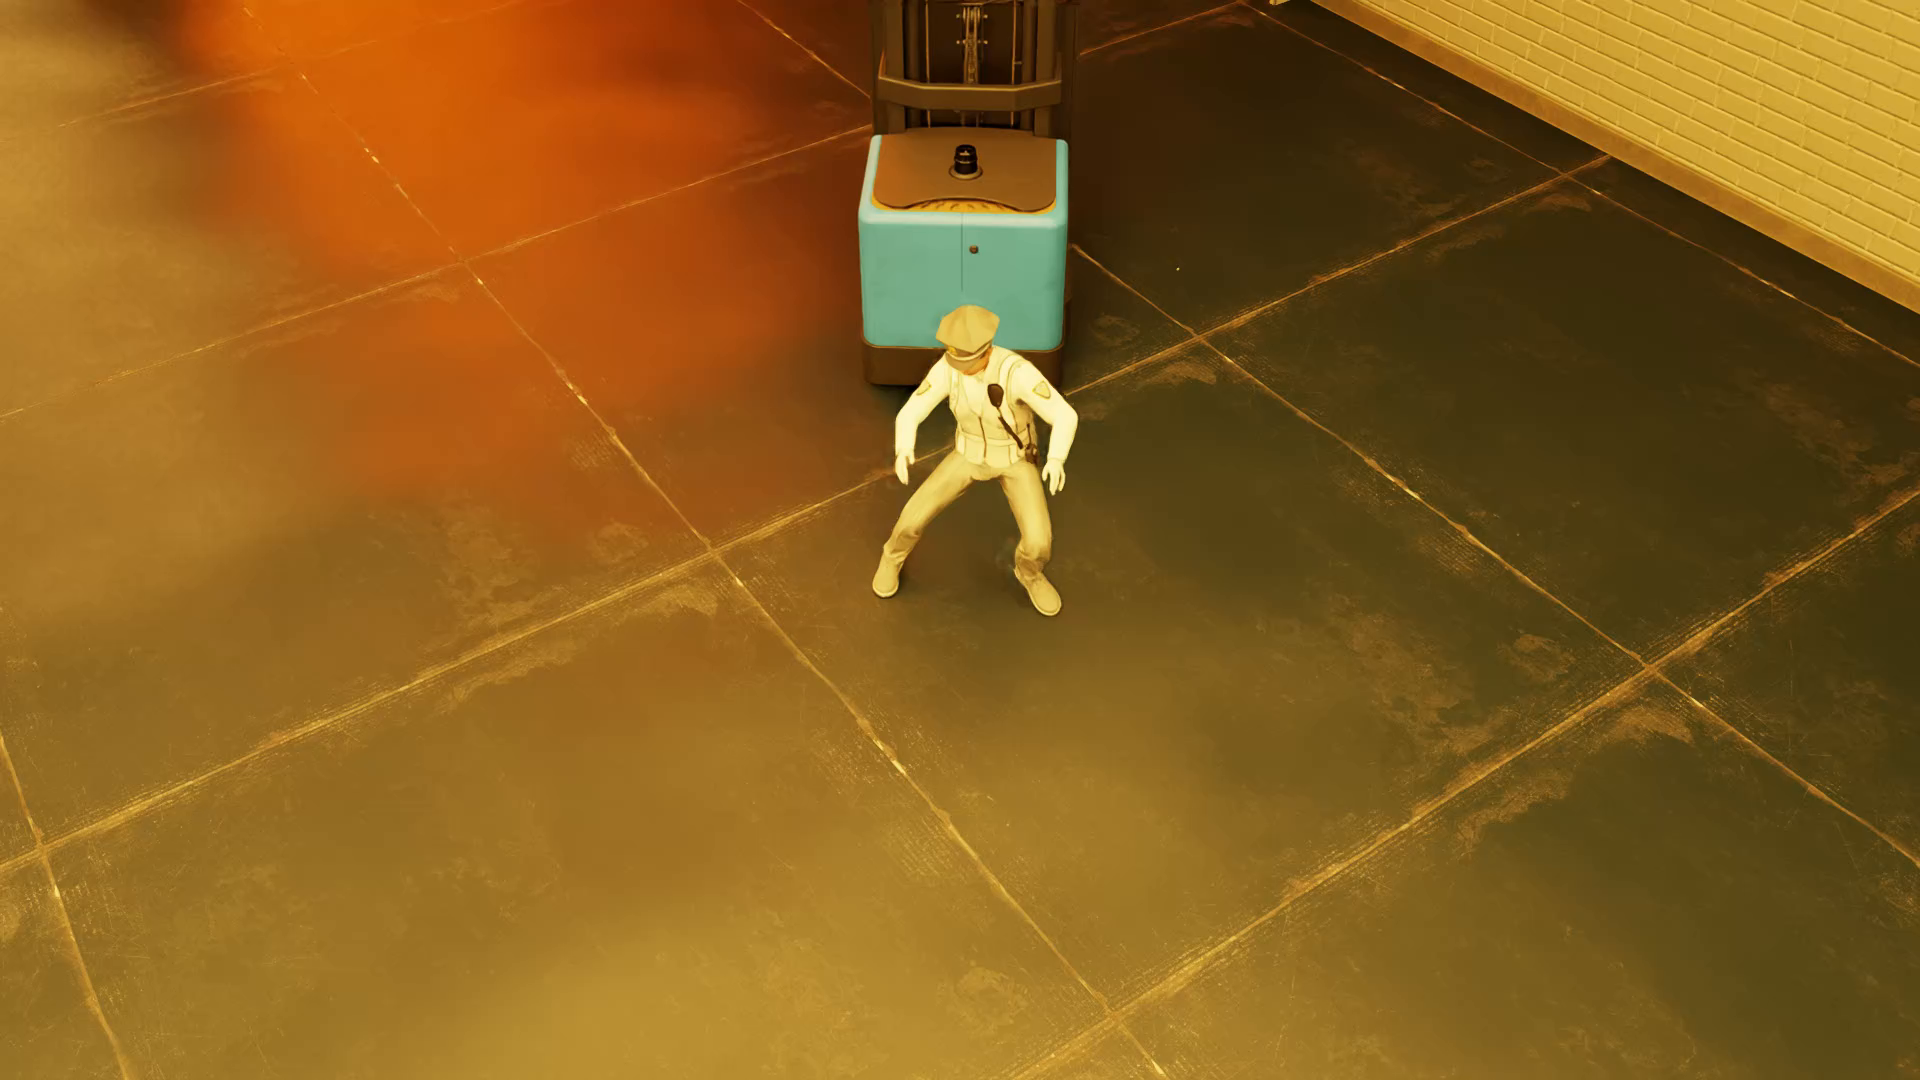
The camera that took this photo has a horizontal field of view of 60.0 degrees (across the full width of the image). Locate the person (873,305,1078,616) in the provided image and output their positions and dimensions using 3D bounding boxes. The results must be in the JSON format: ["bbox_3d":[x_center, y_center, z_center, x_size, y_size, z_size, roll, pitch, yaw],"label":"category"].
[{"bbox_3d":[0.062,-0.284,7.116,0.934,1.449,0.716,17,45,18],"label":"person"}]

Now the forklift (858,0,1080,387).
[{"bbox_3d":[0.084,-2.844,8.802,1.130,2.935,3.031,2,43,2],"label":"forklift"}]
